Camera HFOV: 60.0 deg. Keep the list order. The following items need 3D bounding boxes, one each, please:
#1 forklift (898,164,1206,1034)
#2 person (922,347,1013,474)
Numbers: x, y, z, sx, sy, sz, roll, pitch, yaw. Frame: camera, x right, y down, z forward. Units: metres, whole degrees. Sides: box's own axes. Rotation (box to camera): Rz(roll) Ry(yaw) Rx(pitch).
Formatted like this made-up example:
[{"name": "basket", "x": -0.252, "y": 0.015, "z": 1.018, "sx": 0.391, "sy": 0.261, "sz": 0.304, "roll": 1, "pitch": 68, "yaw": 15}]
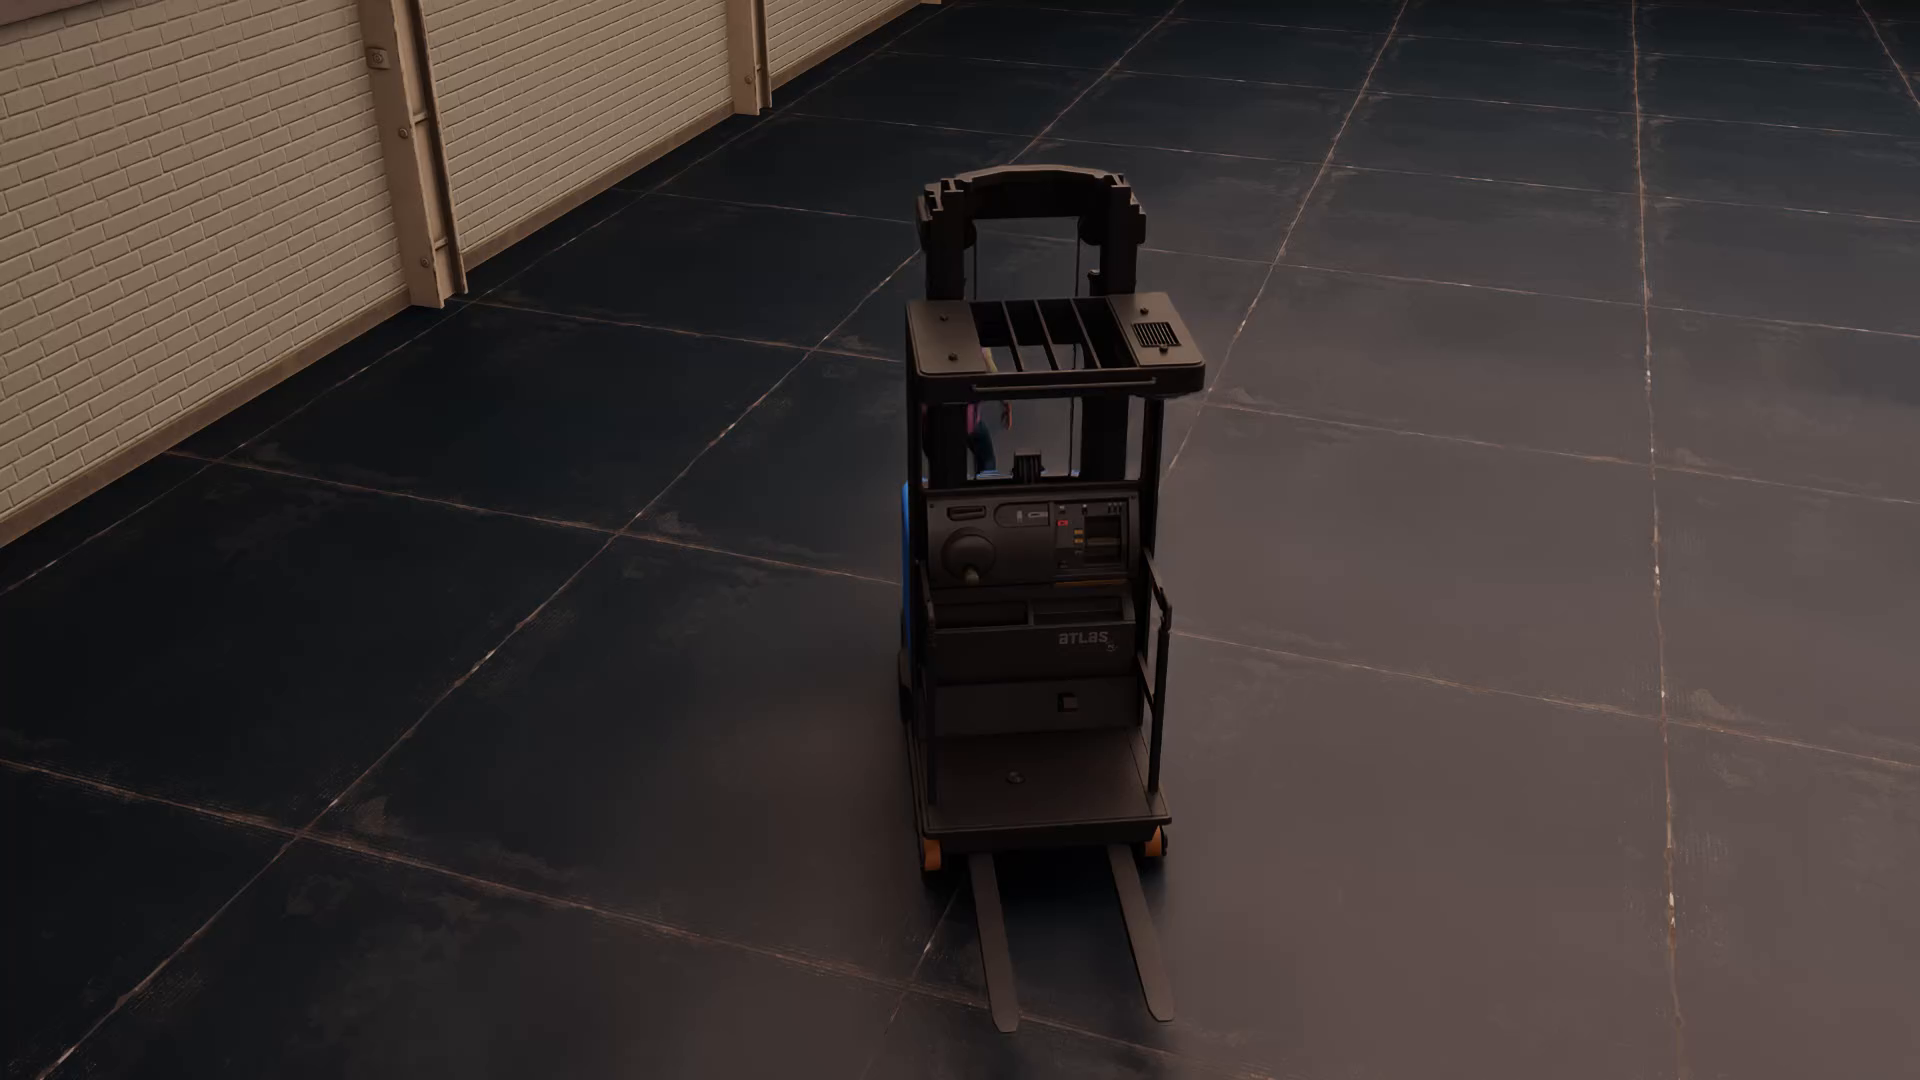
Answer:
[{"name": "forklift", "x": 0.343, "y": 0.040, "z": 7.067, "sx": 1.130, "sy": 2.935, "sz": 3.031, "roll": -3, "pitch": 30, "yaw": -5}, {"name": "person", "x": 0.013, "y": -0.739, "z": 9.830, "sx": 0.600, "sy": 1.542, "sz": 0.445, "roll": 0, "pitch": 30, "yaw": 1}]
